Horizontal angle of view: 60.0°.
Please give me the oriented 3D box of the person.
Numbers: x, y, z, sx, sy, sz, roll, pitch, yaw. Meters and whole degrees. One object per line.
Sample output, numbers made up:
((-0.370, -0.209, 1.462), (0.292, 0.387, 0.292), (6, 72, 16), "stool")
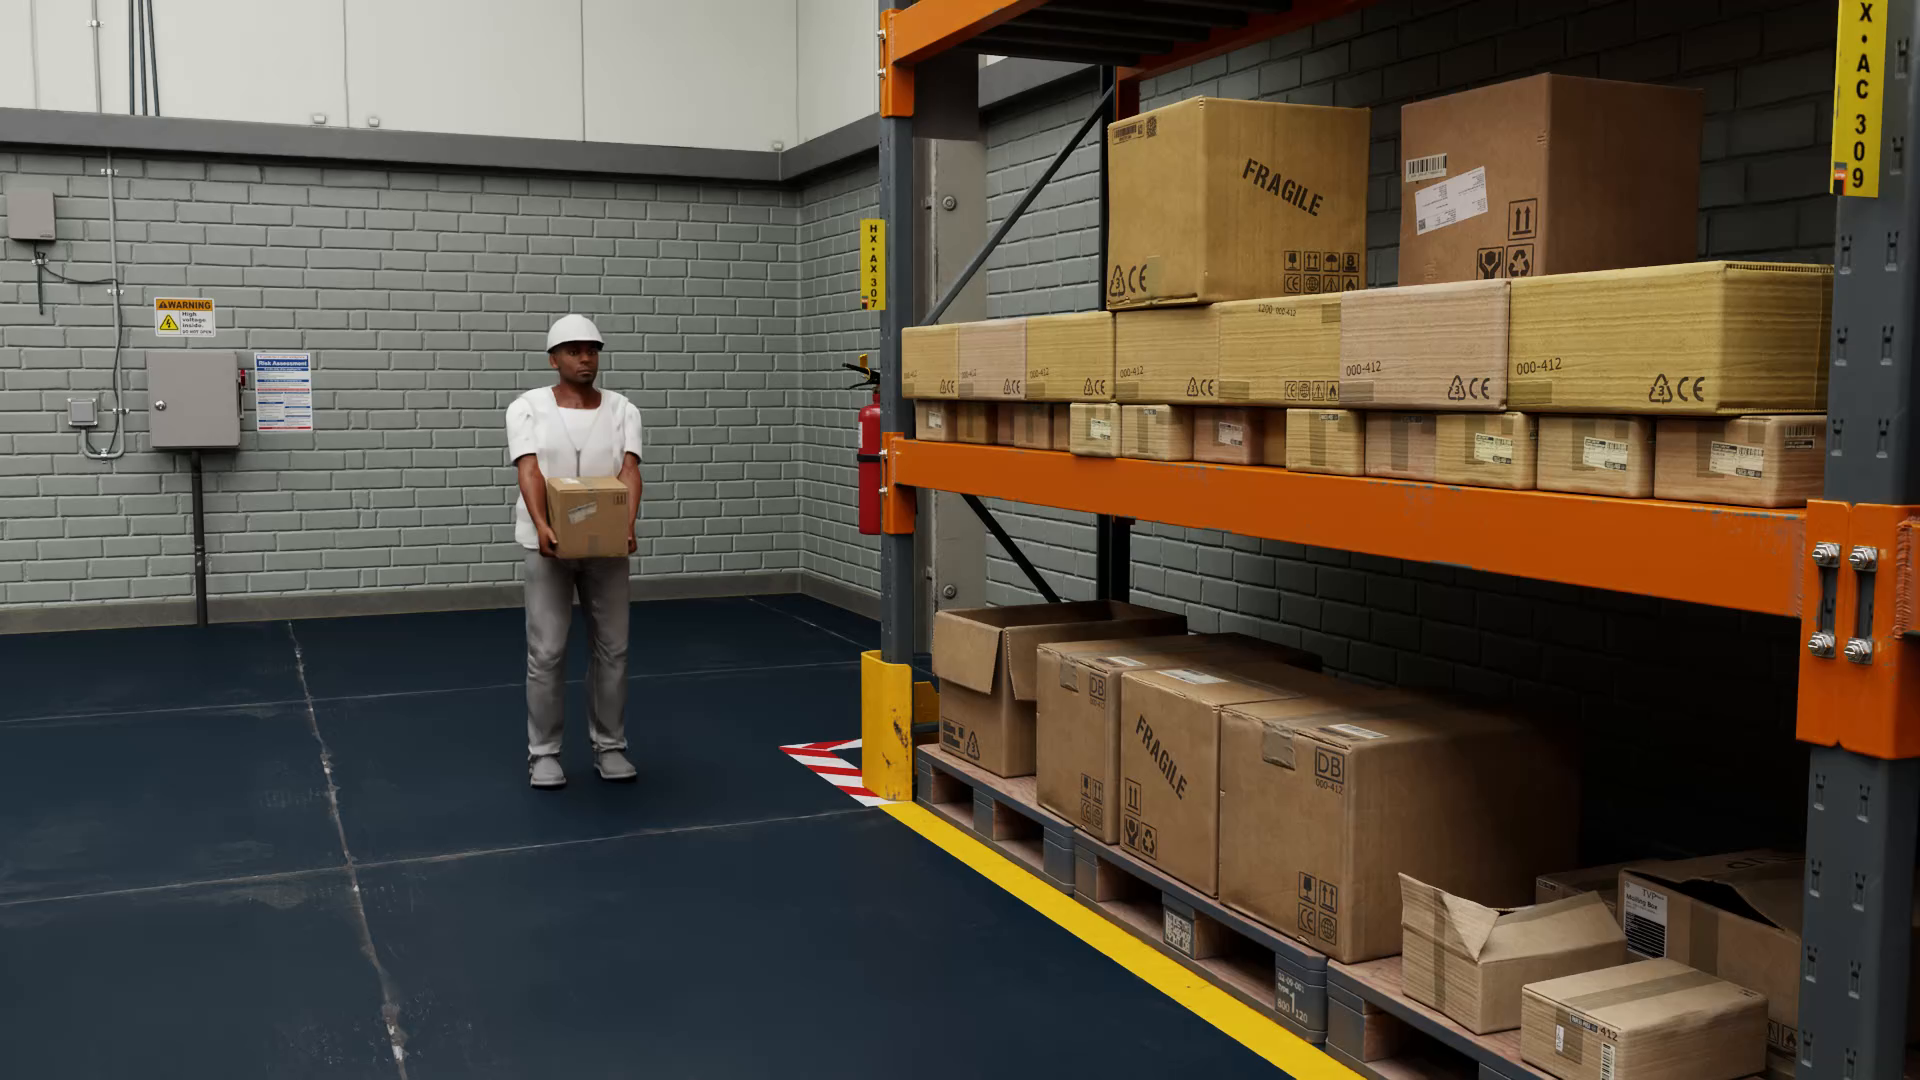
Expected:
((-1.436, 0.037, 6.287), (0.632, 1.757, 0.463), (-2, 6, -24), "person")
